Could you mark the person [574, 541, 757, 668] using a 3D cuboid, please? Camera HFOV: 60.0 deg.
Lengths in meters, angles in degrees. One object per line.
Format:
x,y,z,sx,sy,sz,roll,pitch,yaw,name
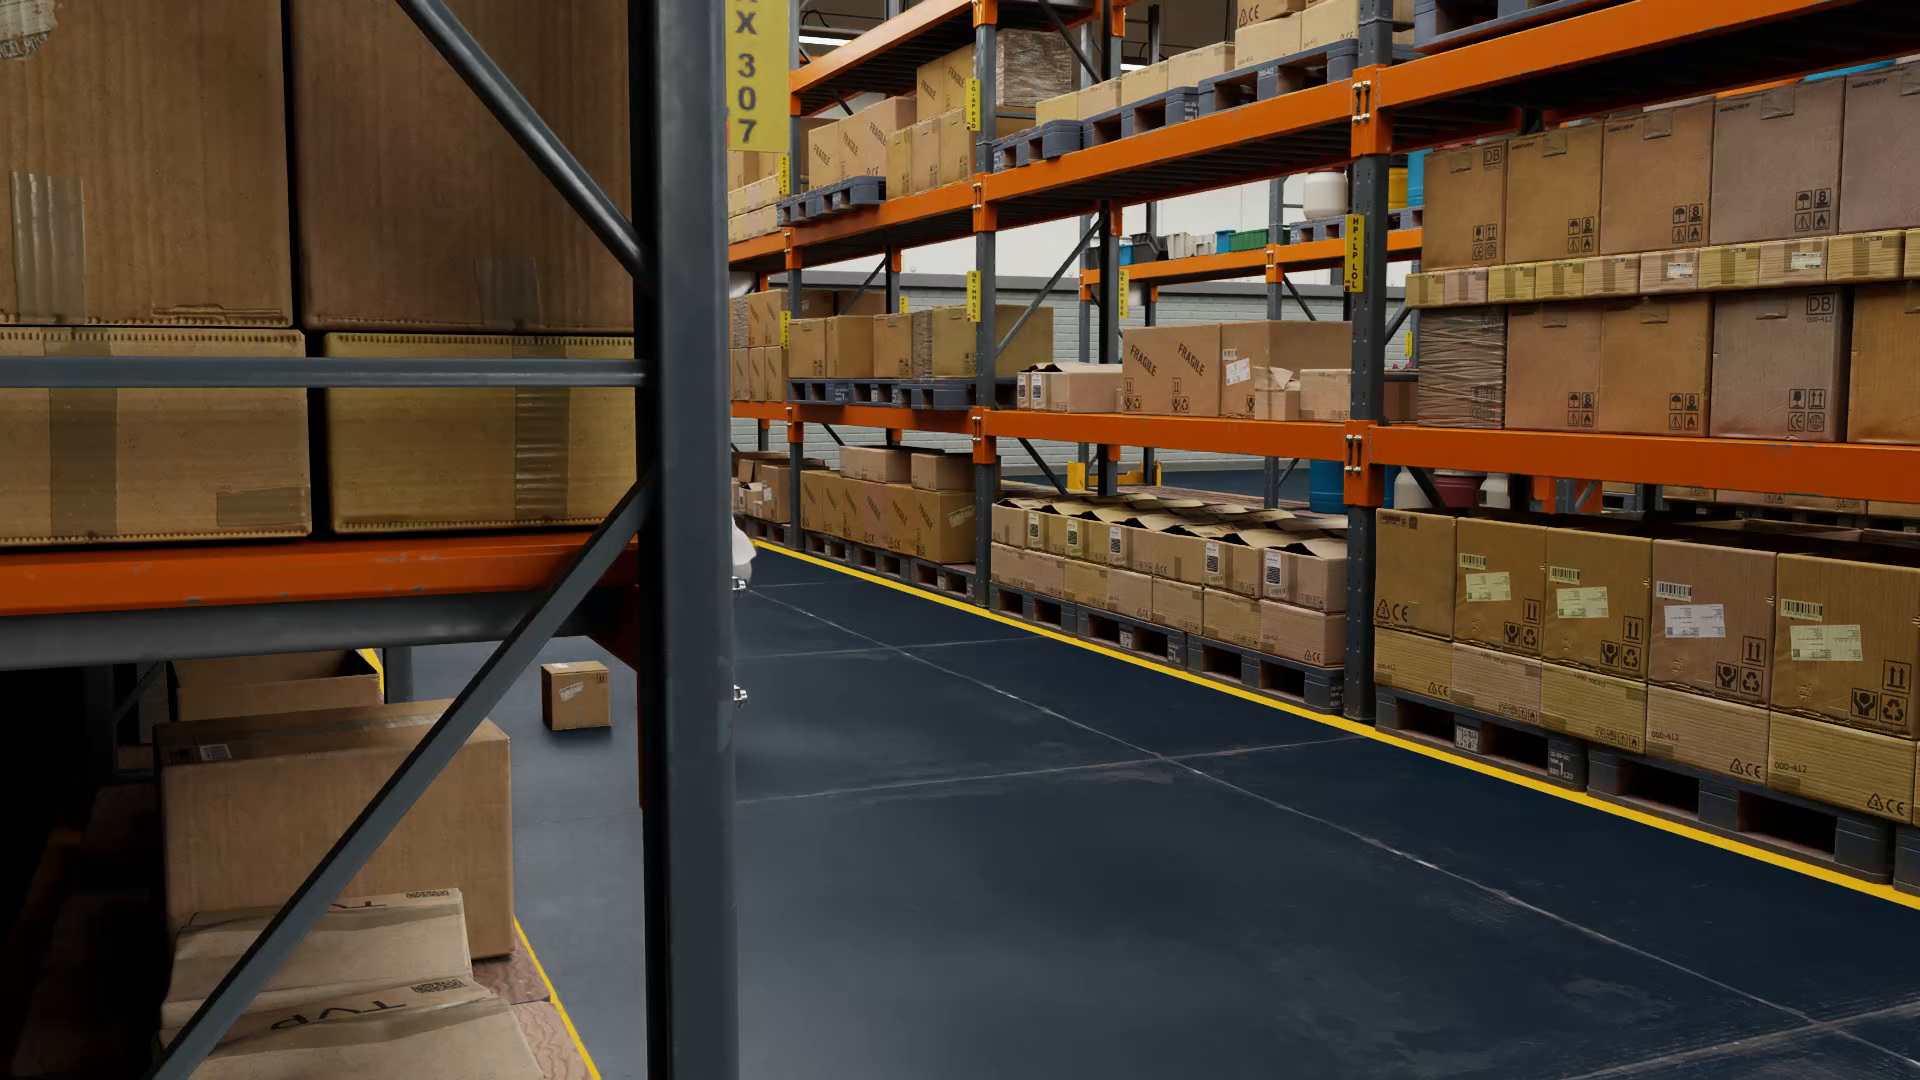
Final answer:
-1.318,0.253,7.385,0.834,1.094,0.535,-2,6,-24,person
